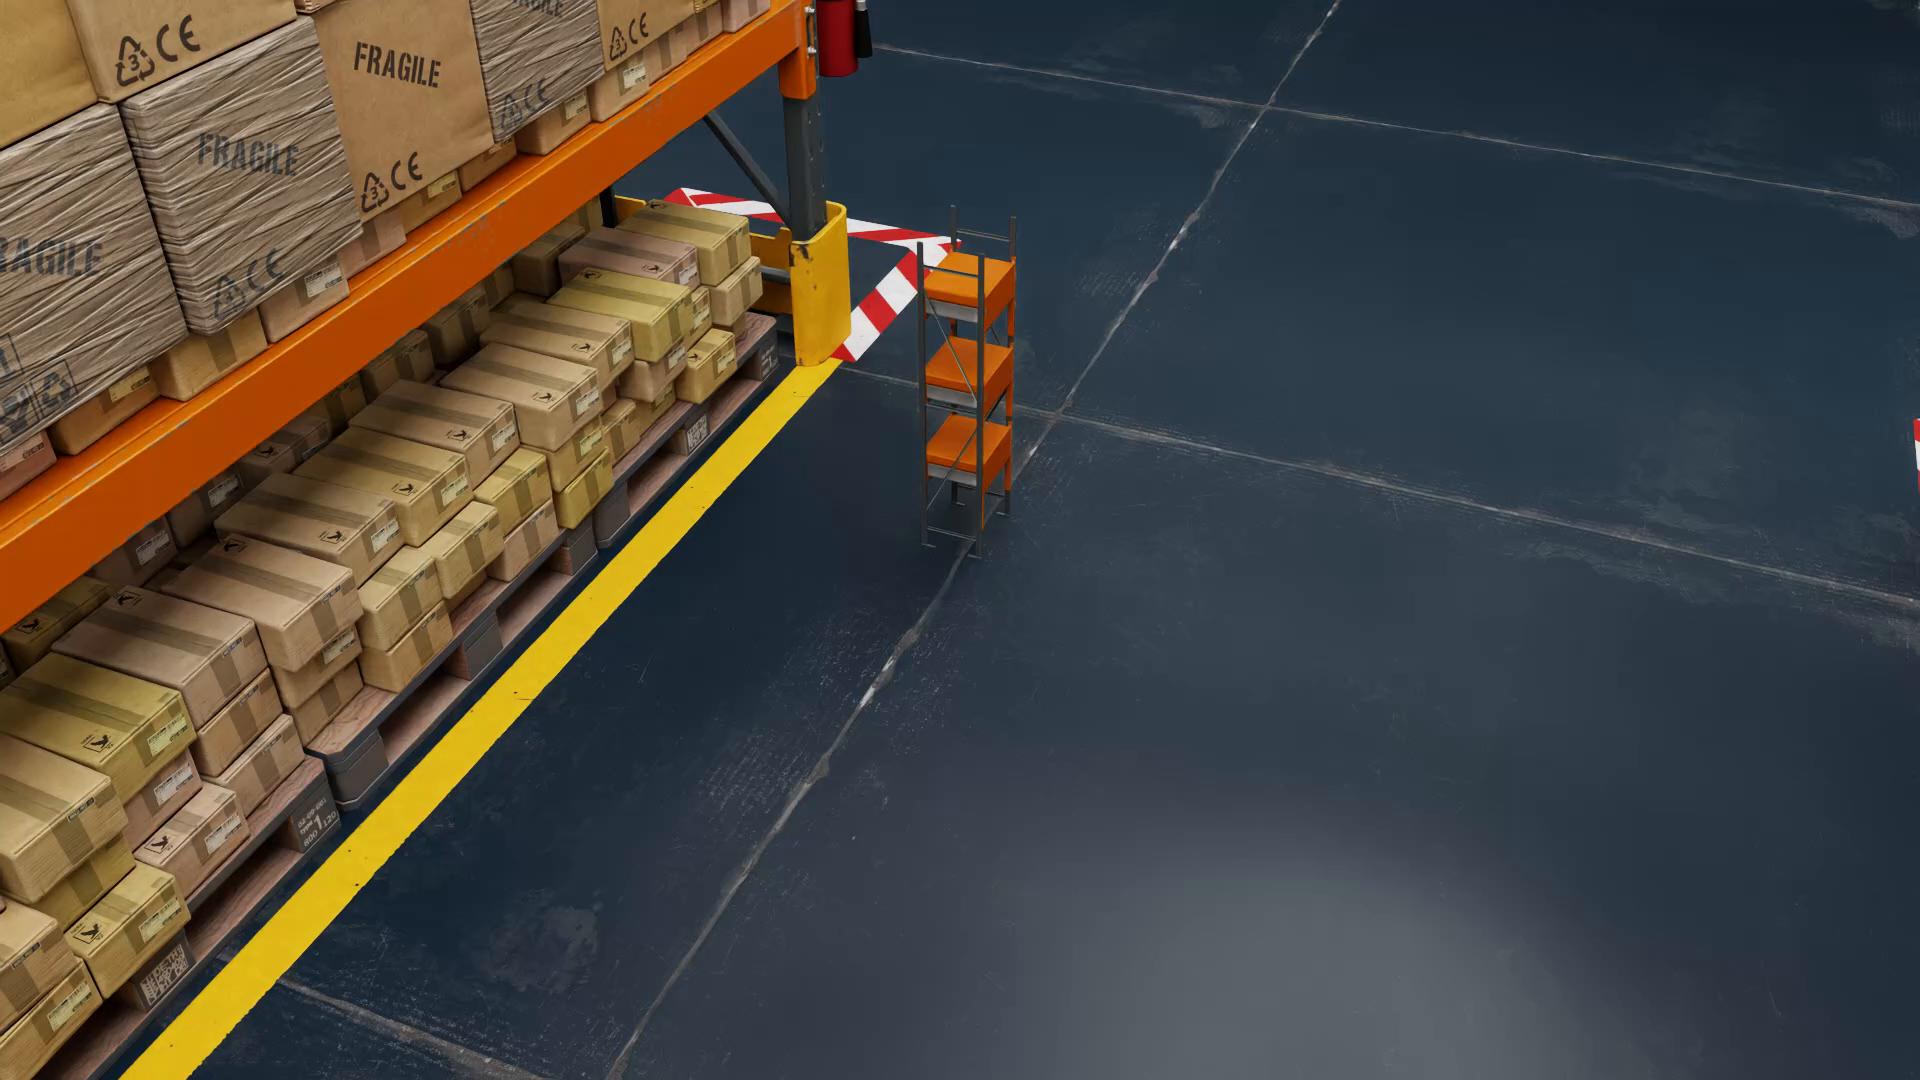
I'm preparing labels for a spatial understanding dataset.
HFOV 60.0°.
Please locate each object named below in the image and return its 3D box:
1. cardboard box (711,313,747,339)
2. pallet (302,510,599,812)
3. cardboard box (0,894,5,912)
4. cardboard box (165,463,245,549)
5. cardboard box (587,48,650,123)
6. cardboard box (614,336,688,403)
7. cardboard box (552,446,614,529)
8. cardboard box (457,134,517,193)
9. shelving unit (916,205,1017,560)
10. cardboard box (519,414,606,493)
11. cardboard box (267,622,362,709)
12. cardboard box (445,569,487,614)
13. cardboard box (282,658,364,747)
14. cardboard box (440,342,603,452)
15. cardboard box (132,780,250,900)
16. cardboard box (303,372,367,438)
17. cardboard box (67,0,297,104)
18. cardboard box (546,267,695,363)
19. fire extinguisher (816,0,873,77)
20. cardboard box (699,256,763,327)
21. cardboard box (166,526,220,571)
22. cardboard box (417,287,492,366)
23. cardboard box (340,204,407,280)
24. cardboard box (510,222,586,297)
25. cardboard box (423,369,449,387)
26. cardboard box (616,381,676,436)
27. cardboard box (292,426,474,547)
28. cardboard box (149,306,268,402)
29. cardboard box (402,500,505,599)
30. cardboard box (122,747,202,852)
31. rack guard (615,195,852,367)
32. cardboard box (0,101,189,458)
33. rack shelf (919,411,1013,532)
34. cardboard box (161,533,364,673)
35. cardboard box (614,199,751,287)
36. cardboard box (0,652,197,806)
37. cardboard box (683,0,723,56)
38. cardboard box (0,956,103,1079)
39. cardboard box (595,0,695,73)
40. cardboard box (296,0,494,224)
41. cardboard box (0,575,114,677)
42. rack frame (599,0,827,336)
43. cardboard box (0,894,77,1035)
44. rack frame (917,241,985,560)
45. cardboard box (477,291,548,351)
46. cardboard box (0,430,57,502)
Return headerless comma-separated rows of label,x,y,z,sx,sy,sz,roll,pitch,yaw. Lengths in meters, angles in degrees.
cardboard box,-0.976,-0.782,5.821,0.380,0.149,0.250,14,39,18
pallet,-1.805,0.179,4.834,1.003,0.211,1.213,14,39,18
cardboard box,-2.168,0.712,3.326,0.380,0.149,0.250,15,39,20
cardboard box,-2.167,-0.140,4.465,0.380,0.149,0.250,13,39,16
cardboard box,-1.117,-1.331,4.735,0.380,0.149,0.250,15,39,19
cardboard box,-1.101,-0.595,5.322,0.380,0.149,0.250,12,38,16
cardboard box,-1.281,-0.195,5.036,0.380,0.149,0.250,12,38,16
cardboard box,-1.403,-1.056,4.367,0.380,0.149,0.250,12,38,16
shelving unit,0.020,-0.450,4.975,0.215,1.050,0.252,14,39,18
cardboard box,-1.286,-0.305,4.935,0.380,0.149,0.250,14,39,18
cardboard box,-1.752,0.247,4.196,0.380,0.149,0.250,16,40,20
cardboard box,-1.569,0.075,4.675,0.380,0.149,0.250,15,39,19
cardboard box,-1.786,0.360,4.294,0.380,0.149,0.250,12,38,16
cardboard box,-1.273,-0.420,4.840,0.380,0.149,0.250,15,39,19
cardboard box,-1.907,0.668,3.881,0.380,0.149,0.250,14,39,18
cardboard box,-1.964,-0.413,4.831,0.380,0.149,0.250,14,39,18
cardboard box,-1.690,-1.196,3.178,0.500,0.500,0.500,14,39,18
cardboard box,-1.065,-0.710,5.228,0.380,0.149,0.250,13,39,17
fire extinguisher,-0.446,-1.949,5.728,0.296,0.674,0.183,14,39,18
cardboard box,-0.905,-0.883,5.708,0.380,0.149,0.250,13,39,17
cardboard box,-2.102,0.017,4.504,0.380,0.149,0.250,12,38,16
cardboard box,-1.708,-0.700,5.215,0.380,0.149,0.250,12,38,16
cardboard box,-1.565,-0.761,3.972,0.380,0.149,0.250,15,39,19
cardboard box,-1.476,-0.966,5.571,0.380,0.149,0.250,15,39,19
cardboard box,-1.784,-0.428,5.099,0.380,0.149,0.250,12,38,16
cardboard box,-1.160,-0.490,5.430,0.380,0.149,0.250,14,39,18
cardboard box,-1.549,-0.148,4.475,0.380,0.149,0.250,14,39,18
cardboard box,-1.732,-0.455,3.563,0.380,0.149,0.250,15,39,19
cardboard box,-1.480,-0.009,4.538,0.380,0.149,0.250,14,39,18
cardboard box,-1.984,0.543,3.800,0.380,0.149,0.250,14,39,17
rack guard,-0.997,-1.051,6.239,1.175,0.500,0.348,14,39,18
cardboard box,-1.887,-0.532,3.124,0.500,0.500,0.500,14,39,18
rack shelf,0.020,-0.219,5.148,0.215,0.259,0.240,14,39,18
cardboard box,-1.707,0.150,4.078,0.380,0.149,0.250,15,39,19
cardboard box,-0.935,-1.008,5.627,0.380,0.149,0.250,14,39,18
cardboard box,-1.957,0.422,3.714,0.380,0.149,0.250,13,39,17
cardboard box,-0.960,-1.620,5.122,0.380,0.149,0.250,14,39,18
cardboard box,-2.055,0.965,3.484,0.380,0.149,0.250,12,38,16
cardboard box,-1.102,-1.662,4.637,0.500,0.500,0.500,13,39,17
cardboard box,-1.485,-1.106,3.892,0.500,0.500,0.500,16,40,20
cardboard box,-2.276,0.183,4.033,0.380,0.149,0.250,15,39,19
rack frame,-0.968,-2.095,5.547,1.000,3.000,0.127,14,39,18
cardboard box,-2.056,0.847,3.394,0.380,0.149,0.250,16,40,20
rack frame,-0.026,-0.383,4.885,0.200,1.050,0.008,14,39,18
cardboard box,-1.573,-0.714,5.482,0.380,0.149,0.250,14,39,18
cardboard box,-1.997,-0.181,3.197,0.380,0.149,0.250,12,38,16
